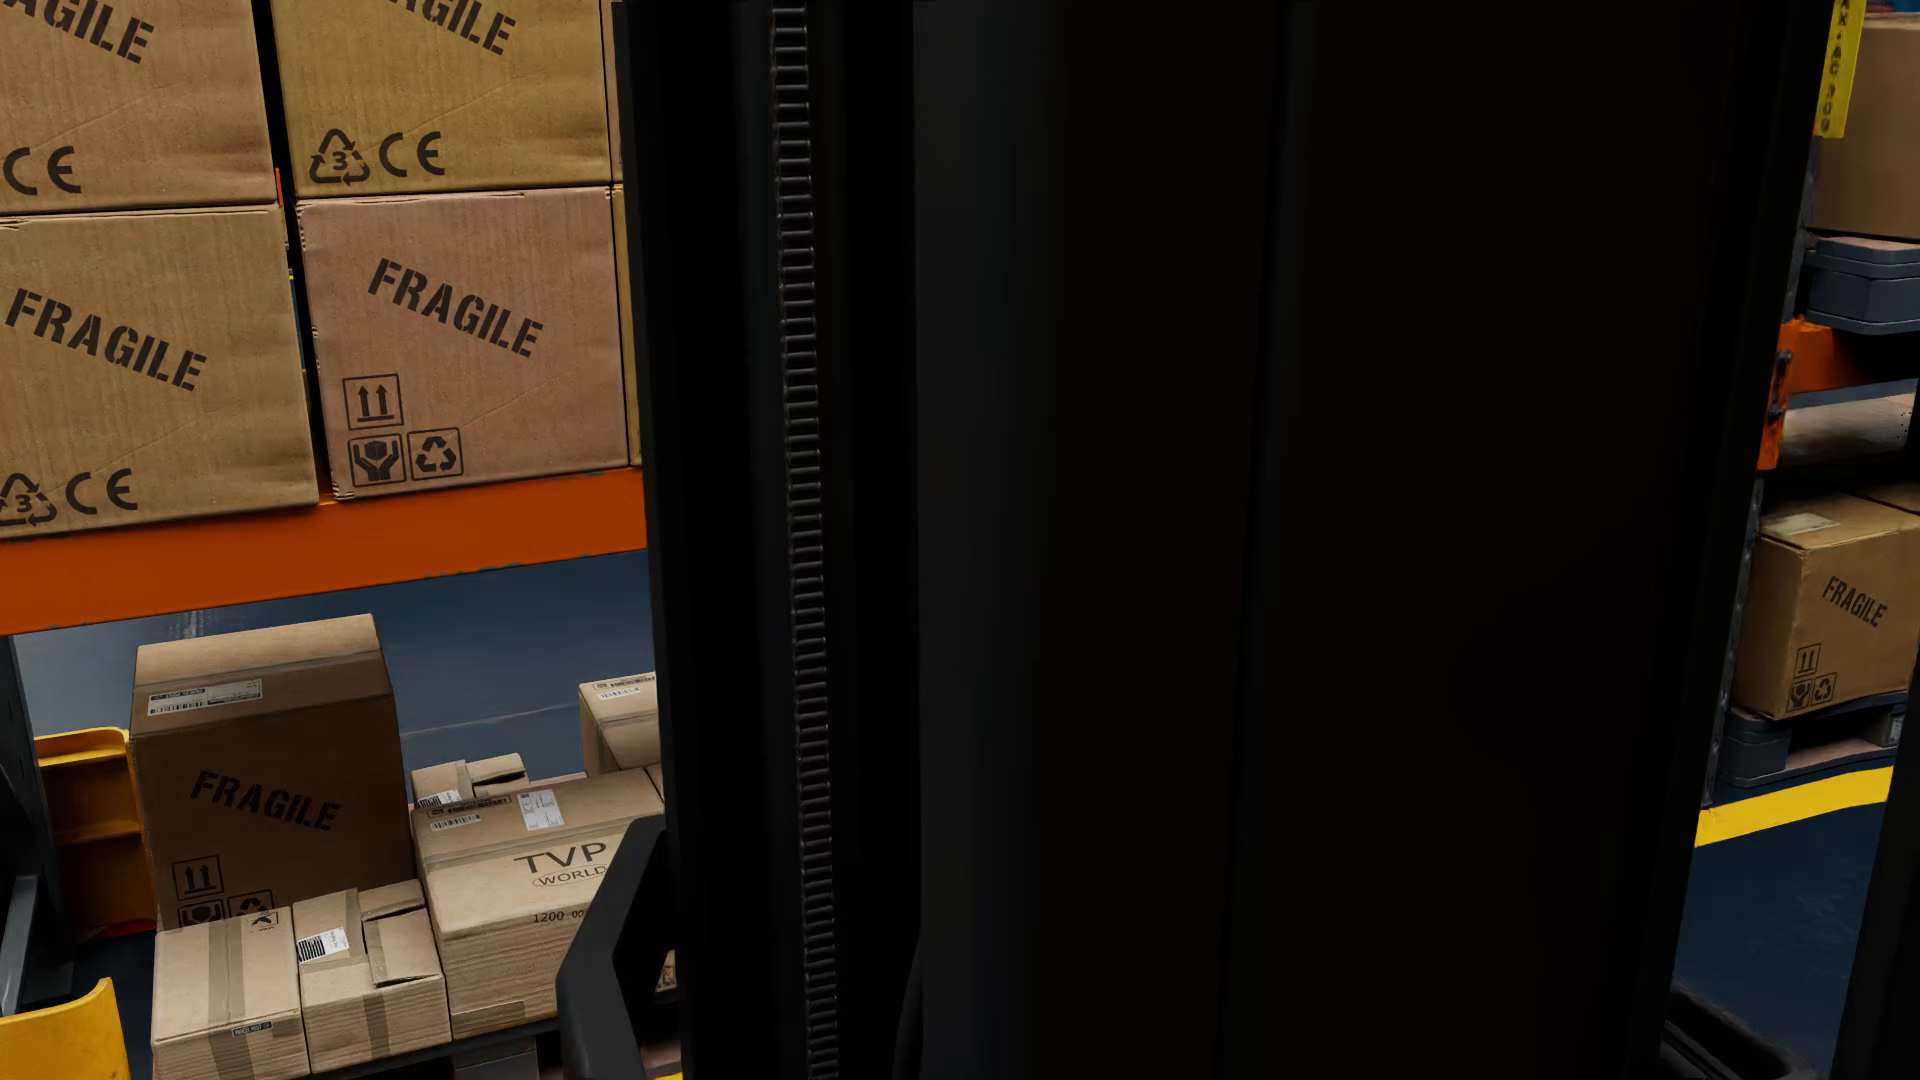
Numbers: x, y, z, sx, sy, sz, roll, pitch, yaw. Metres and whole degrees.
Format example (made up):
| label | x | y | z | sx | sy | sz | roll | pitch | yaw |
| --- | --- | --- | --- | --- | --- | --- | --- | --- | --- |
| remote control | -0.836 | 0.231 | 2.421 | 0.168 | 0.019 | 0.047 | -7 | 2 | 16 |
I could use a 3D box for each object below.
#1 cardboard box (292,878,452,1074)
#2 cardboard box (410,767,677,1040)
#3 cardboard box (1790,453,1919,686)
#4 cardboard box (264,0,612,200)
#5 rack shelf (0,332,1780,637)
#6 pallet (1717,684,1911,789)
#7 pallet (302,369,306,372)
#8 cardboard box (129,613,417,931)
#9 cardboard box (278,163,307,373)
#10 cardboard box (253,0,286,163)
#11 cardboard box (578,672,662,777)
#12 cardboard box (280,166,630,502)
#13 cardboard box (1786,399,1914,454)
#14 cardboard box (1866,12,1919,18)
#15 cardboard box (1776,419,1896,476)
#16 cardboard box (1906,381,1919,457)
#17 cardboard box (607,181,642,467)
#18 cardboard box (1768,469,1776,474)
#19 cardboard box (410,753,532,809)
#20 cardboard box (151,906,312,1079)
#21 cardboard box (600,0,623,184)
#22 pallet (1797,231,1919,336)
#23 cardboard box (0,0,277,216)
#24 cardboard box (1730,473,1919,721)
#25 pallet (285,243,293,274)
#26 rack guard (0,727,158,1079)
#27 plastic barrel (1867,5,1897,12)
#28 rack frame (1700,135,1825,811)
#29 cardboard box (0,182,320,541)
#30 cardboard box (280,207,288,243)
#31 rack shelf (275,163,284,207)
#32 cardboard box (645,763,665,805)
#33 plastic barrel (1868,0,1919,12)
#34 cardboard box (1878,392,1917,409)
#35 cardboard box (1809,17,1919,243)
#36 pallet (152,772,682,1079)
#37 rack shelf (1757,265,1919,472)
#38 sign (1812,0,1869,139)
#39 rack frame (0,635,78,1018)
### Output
| label | x | y | z | sx | sy | sz | roll | pitch | yaw |
| --- | --- | --- | --- | --- | --- | --- | --- | --- | --- |
| cardboard box | -1.151 | 0.834 | 3.242 | 0.250 | 0.166 | 0.380 | -8 | 21 | -22 |
| cardboard box | -0.831 | 0.726 | 3.420 | 0.500 | 0.250 | 0.500 | -8 | 21 | -22 |
| cardboard box | 2.797 | 0.070 | 4.907 | 0.500 | 0.500 | 0.500 | -8 | 21 | -21 |
| cardboard box | -0.913 | -0.880 | 2.849 | 0.500 | 0.500 | 0.500 | -8 | 21 | -21 |
| rack shelf | -0.065 | -0.236 | 3.759 | 4.000 | 0.370 | 1.077 | -8 | 21 | -22 |
| pallet | 2.503 | 0.358 | 5.186 | 1.213 | 0.211 | 1.003 | -8 | 21 | -22 |
| pallet | -3.088 | -0.605 | 7.921 | 1.213 | 0.211 | 1.003 | -8 | 21 | -22 |
| cardboard box | -1.500 | 0.513 | 3.651 | 0.500 | 0.500 | 0.500 | -8 | 21 | -22 |
| cardboard box | -1.123 | -0.571 | 3.475 | 0.500 | 0.500 | 0.500 | -8 | 21 | -21 |
| cardboard box | -1.138 | -1.040 | 3.303 | 0.500 | 0.500 | 0.500 | -8 | 21 | -20 |
| cardboard box | -0.616 | 0.515 | 4.021 | 0.500 | 0.250 | 0.500 | -8 | 21 | -22 |
| cardboard box | -0.918 | -0.407 | 3.010 | 0.500 | 0.500 | 0.500 | -8 | 21 | -22 |
| cardboard box | 3.029 | -0.147 | 5.526 | 0.500 | 0.500 | 0.500 | -8 | 21 | -21 |
| cardboard box | 2.901 | -1.188 | 4.595 | 0.500 | 0.500 | 0.700 | -5 | 20 | -13 |
| cardboard box | 2.568 | -0.082 | 5.339 | 0.500 | 0.500 | 0.500 | -8 | 21 | -22 |
| cardboard box | 3.230 | -0.341 | 4.947 | 0.500 | 0.250 | 0.500 | -8 | 21 | -22 |
| cardboard box | -0.456 | -0.472 | 3.195 | 0.500 | 0.500 | 0.500 | -8 | 21 | -22 |
| cardboard box | 2.111 | -0.019 | 5.161 | 0.500 | 0.500 | 0.500 | -8 | 21 | -22 |
| cardboard box | -1.092 | 0.644 | 3.779 | 0.250 | 0.166 | 0.380 | -8 | 21 | -22 |
| cardboard box | -1.381 | 0.875 | 3.151 | 0.250 | 0.149 | 0.380 | -8 | 21 | -22 |
| cardboard box | -0.451 | -0.944 | 3.031 | 0.500 | 0.500 | 0.500 | -8 | 21 | -21 |
| pallet | 2.548 | -0.820 | 4.622 | 1.213 | 0.211 | 1.003 | -8 | 21 | -22 |
| cardboard box | -1.390 | -0.809 | 2.647 | 0.500 | 0.500 | 0.500 | -7 | 21 | -20 |
| cardboard box | 2.312 | 0.144 | 4.698 | 0.500 | 0.500 | 0.500 | -9 | 21 | -24 |
| pallet | -5.119 | -2.147 | 12.303 | 1.213 | 0.211 | 1.003 | -8 | 21 | -22 |
| rack guard | -1.832 | 0.857 | 3.336 | 0.348 | 0.500 | 1.175 | -8 | 21 | -22 |
| plastic barrel | 6.193 | -3.407 | 11.477 | 0.433 | 0.535 | 0.433 | 0 | 19 | 0 |
| rack frame | 1.771 | -0.838 | 4.387 | 0.127 | 3.000 | 1.000 | -8 | 21 | -22 |
| cardboard box | -1.390 | -0.337 | 2.813 | 0.500 | 0.500 | 0.500 | -8 | 21 | -21 |
| cardboard box | -5.266 | -2.638 | 12.065 | 0.875 | 0.875 | 0.875 | -8 | 21 | -22 |
| rack shelf | -2.024 | -1.747 | 8.050 | 4.000 | 0.370 | 1.077 | -8 | 21 | -22 |
| cardboard box | -0.372 | 0.661 | 3.607 | 0.500 | 0.250 | 0.500 | -8 | 21 | -22 |
| plastic barrel | 6.684 | -3.680 | 11.702 | 0.708 | 0.901 | 0.600 | -8 | 21 | -22 |
| cardboard box | 3.495 | -0.215 | 5.718 | 0.500 | 0.500 | 0.500 | -9 | 21 | -24 |
| cardboard box | 2.295 | -1.078 | 4.283 | 0.500 | 0.500 | 0.700 | -17 | 26 | -40 |
| pallet | -1.100 | 0.888 | 3.682 | 1.213 | 0.211 | 1.003 | -8 | 21 | -22 |
| rack shelf | 3.608 | -0.762 | 5.253 | 4.000 | 0.370 | 1.077 | -8 | 21 | -22 |
| sign | 1.993 | -1.082 | 3.776 | 0.005 | 0.325 | 0.100 | -8 | 21 | -22 |
| rack frame | -1.902 | -0.312 | 2.892 | 0.127 | 3.000 | 1.000 | -8 | 21 | -22 |
